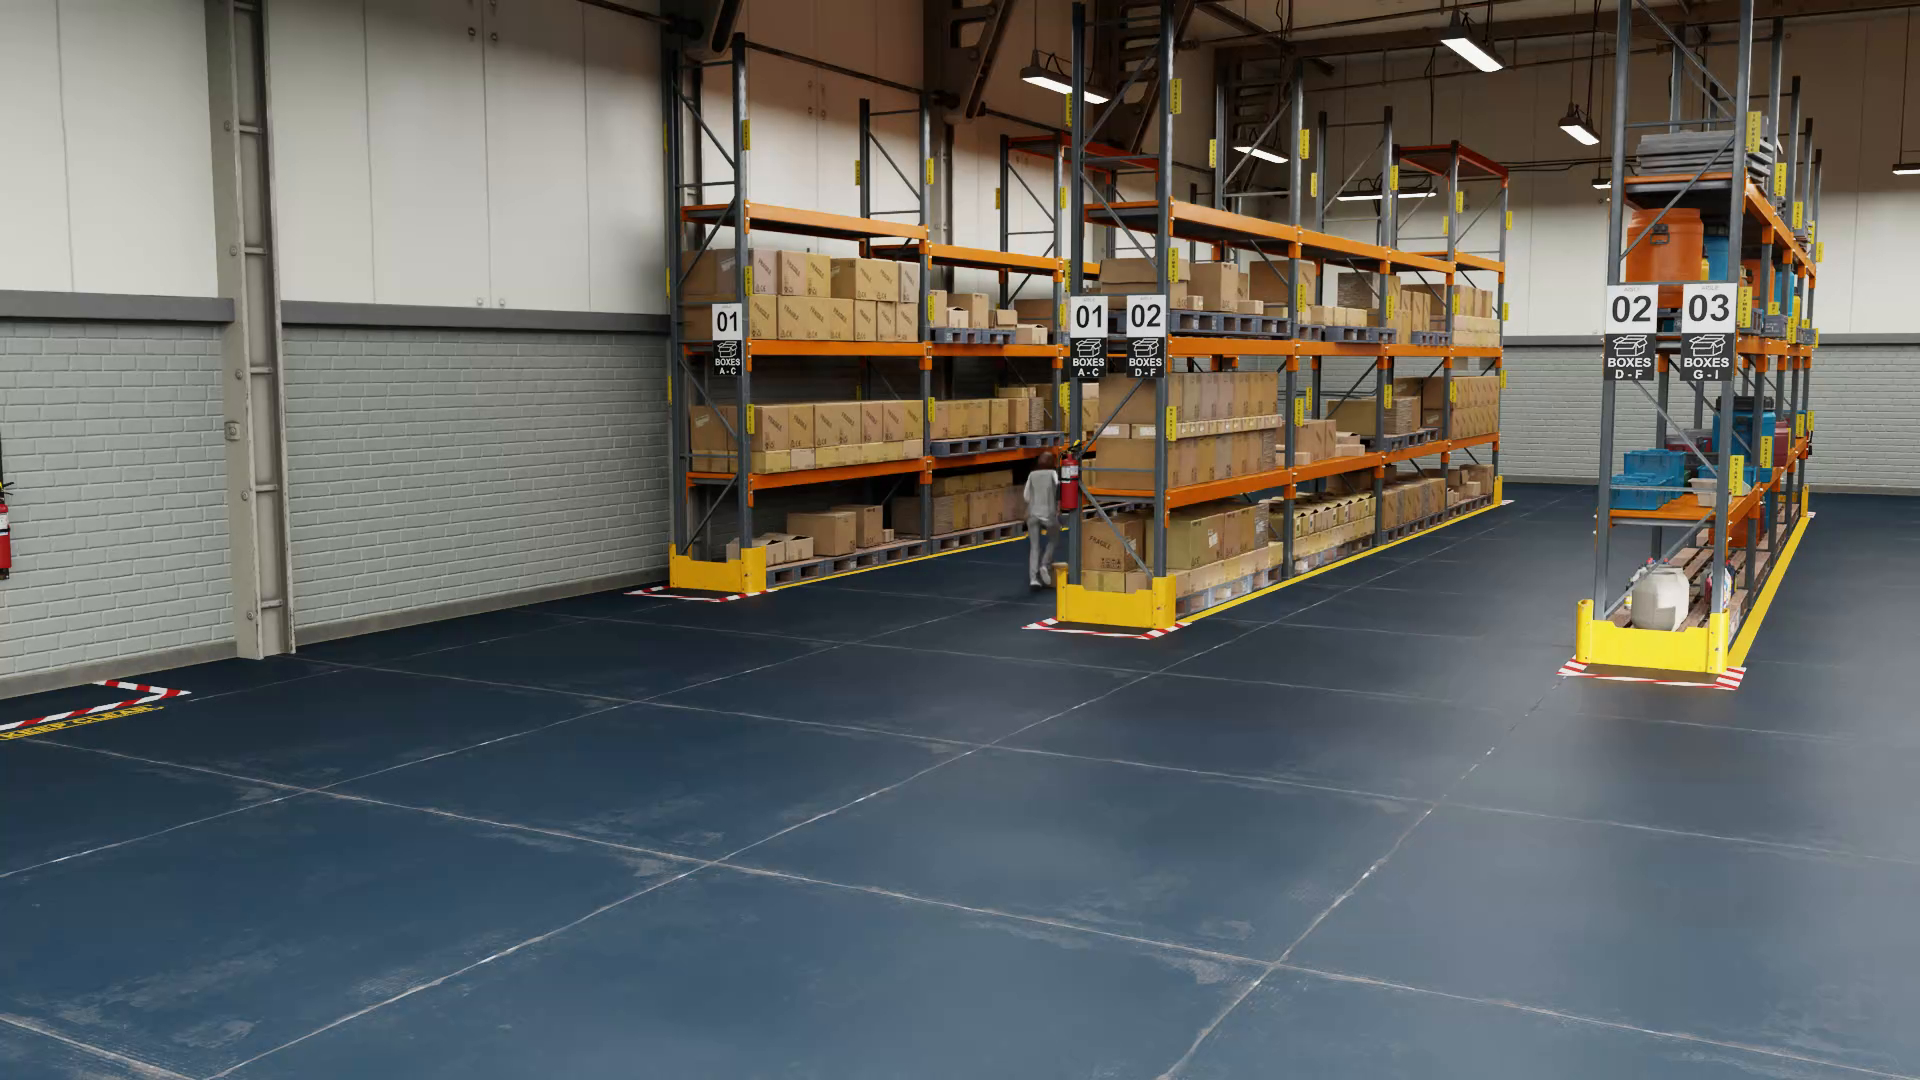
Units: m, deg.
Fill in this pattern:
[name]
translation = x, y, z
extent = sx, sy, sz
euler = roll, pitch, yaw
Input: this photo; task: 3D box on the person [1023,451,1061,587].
[person]
translation = 0.950, -0.240, 18.881
extent = 0.546, 1.519, 0.775
euler = 2, 6, 17
